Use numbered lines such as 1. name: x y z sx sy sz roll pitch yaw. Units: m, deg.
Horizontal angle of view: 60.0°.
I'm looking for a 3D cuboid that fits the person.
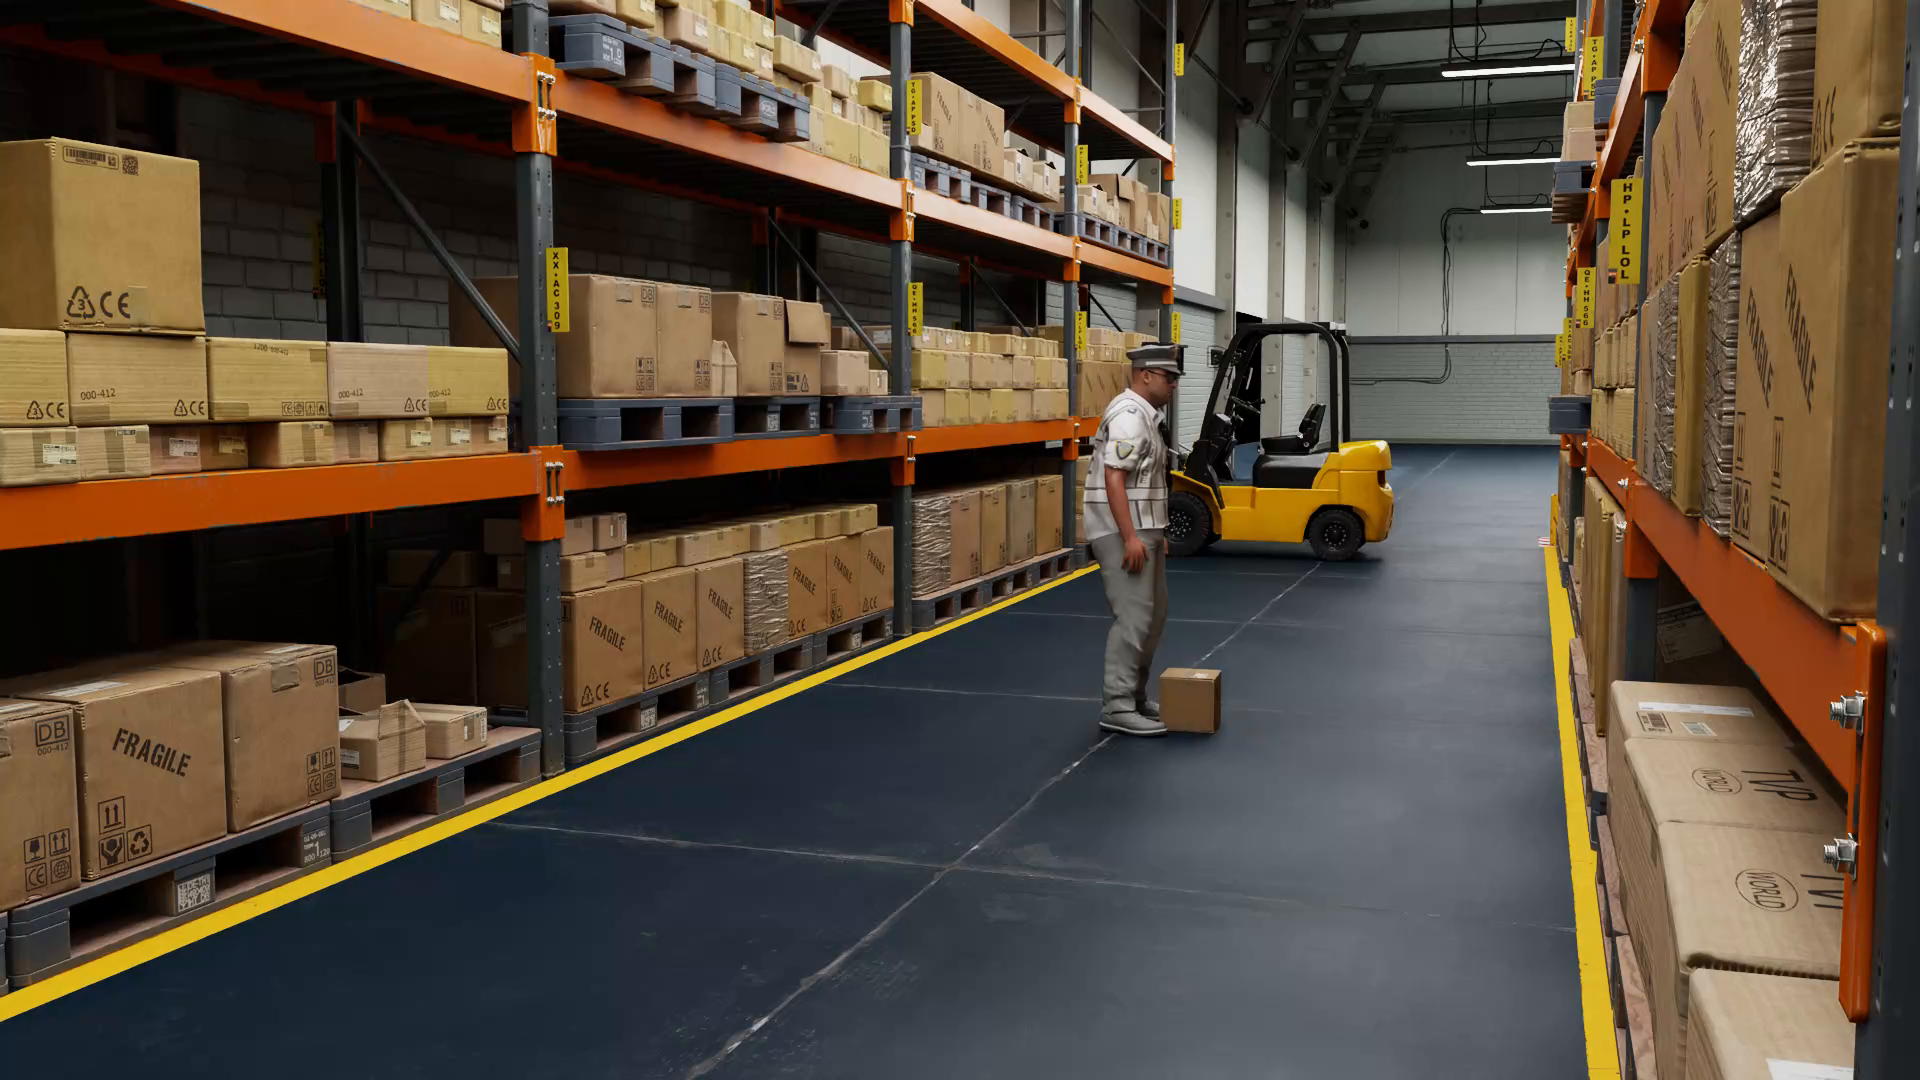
1. person: 0.796 -0.018 7.647 0.435 1.749 0.585 2 5 19
